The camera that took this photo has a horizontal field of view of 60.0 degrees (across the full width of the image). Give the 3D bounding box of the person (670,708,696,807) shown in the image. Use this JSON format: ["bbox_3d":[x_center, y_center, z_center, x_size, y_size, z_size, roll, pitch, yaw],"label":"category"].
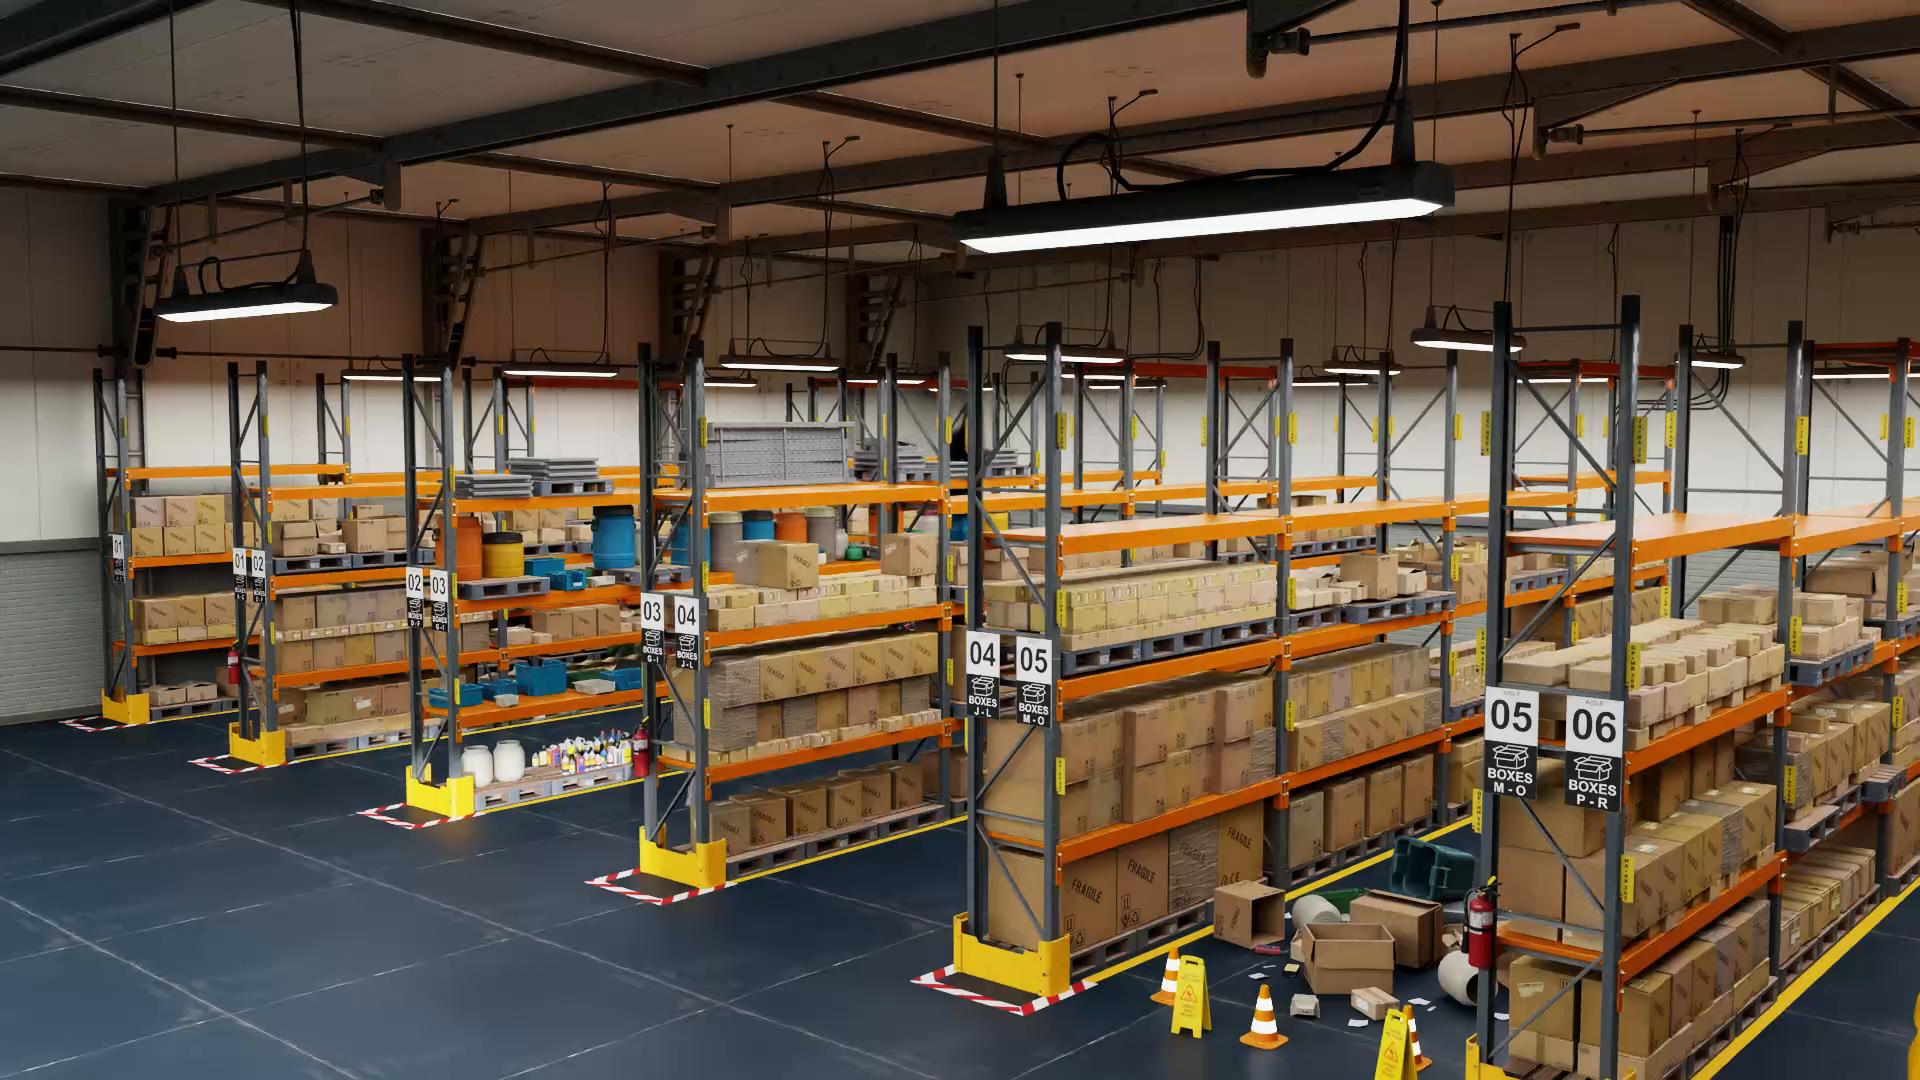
[{"bbox_3d":[-3.621,2.689,22.477,0.582,1.716,0.826,1,4,15],"label":"person"}]

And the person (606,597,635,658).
[{"bbox_3d":[-6.470,1.920,32.030,0.694,1.786,0.840,3,5,39],"label":"person"}]
